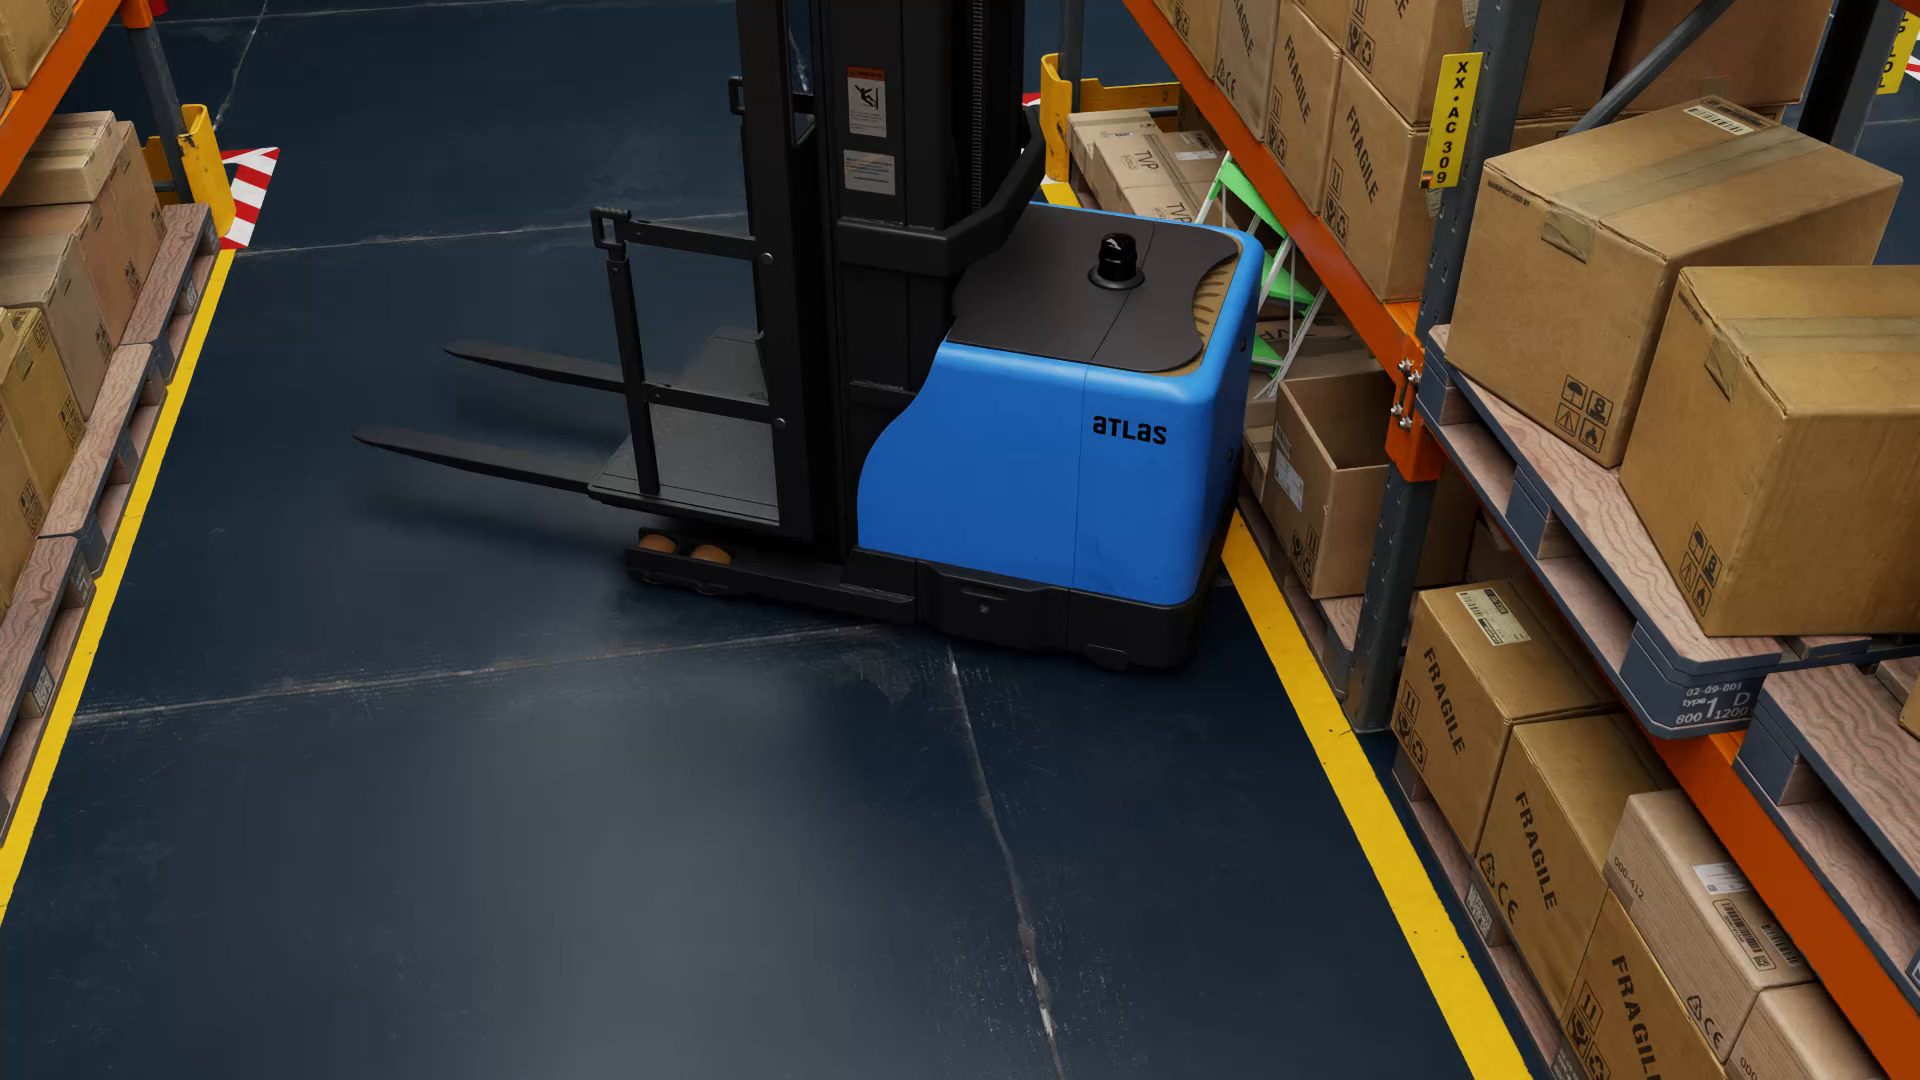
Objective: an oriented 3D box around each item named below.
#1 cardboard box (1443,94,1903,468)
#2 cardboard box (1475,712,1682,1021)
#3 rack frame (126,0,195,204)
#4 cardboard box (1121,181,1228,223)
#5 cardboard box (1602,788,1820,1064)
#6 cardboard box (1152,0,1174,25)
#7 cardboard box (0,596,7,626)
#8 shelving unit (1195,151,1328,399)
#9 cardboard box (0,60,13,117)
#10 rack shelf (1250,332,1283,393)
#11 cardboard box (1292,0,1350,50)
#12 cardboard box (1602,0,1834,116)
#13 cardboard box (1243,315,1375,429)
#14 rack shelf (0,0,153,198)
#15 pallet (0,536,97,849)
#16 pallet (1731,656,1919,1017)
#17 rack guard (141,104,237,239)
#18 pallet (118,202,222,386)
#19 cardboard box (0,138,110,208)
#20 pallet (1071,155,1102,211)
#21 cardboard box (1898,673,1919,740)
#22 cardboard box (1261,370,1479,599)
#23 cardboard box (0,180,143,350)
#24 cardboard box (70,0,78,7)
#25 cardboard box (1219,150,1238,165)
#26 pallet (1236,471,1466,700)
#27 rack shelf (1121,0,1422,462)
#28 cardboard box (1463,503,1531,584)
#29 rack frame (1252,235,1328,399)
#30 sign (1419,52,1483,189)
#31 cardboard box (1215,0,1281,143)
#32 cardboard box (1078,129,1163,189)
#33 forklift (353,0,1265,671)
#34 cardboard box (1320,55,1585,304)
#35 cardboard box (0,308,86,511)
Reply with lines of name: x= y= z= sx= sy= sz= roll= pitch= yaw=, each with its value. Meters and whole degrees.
cardboard box: x=1.532 y=-0.581 z=3.629 sx=0.700 sy=0.500 sz=0.500 roll=-19 pitch=42 yaw=-23
cardboard box: x=1.618 y=0.767 z=3.997 sx=0.500 sy=0.500 sz=0.500 roll=-6 pitch=38 yaw=-7
rack frame: x=-3.909 y=-2.567 z=6.609 sx=1.000 sy=3.000 sz=0.127 roll=-6 pitch=38 yaw=-8
cardboard box: x=0.959 y=-1.227 z=6.767 sx=0.500 sy=0.250 sz=0.500 roll=-6 pitch=38 yaw=-8
cardboard box: x=1.689 y=0.754 z=3.403 sx=0.500 sy=0.250 sz=0.500 roll=-6 pitch=38 yaw=-8
cardboard box: x=0.967 y=-2.231 z=6.095 sx=0.500 sy=0.500 sz=0.500 roll=-6 pitch=38 yaw=-8
cardboard box: x=-3.238 y=0.208 z=4.733 sx=0.700 sy=0.500 sz=0.500 roll=-6 pitch=38 yaw=-7
shelving unit: x=0.912 y=-0.736 z=5.691 sx=0.258 sy=1.200 sz=0.503 roll=7 pitch=32 yaw=-28
cardboard box: x=-3.546 y=-1.479 z=4.964 sx=0.980 sy=0.700 sz=0.700 roll=-8 pitch=39 yaw=-10
rack shelf: x=0.890 y=-0.684 z=5.722 sx=0.258 sy=0.148 sz=0.480 roll=7 pitch=32 yaw=-28
cardboard box: x=1.233 y=-1.707 z=4.606 sx=0.500 sy=0.500 sz=0.500 roll=-7 pitch=38 yaw=-9
cardboard box: x=1.863 y=-1.435 z=4.256 sx=0.500 sy=0.500 sz=0.500 roll=-5 pitch=38 yaw=-7
cardboard box: x=1.158 y=-0.565 z=5.865 sx=0.500 sy=0.311 sz=0.500 roll=-6 pitch=38 yaw=-8
rack shelf: x=-3.558 y=-1.075 z=5.275 sx=1.077 sy=0.370 sz=4.000 roll=-6 pitch=38 yaw=-8
pallet: x=-3.264 y=0.482 z=4.957 sx=1.003 sy=0.211 sz=1.213 roll=-6 pitch=38 yaw=-8
pallet: x=2.025 y=0.632 z=2.649 sx=1.003 sy=0.211 sz=1.213 roll=-6 pitch=38 yaw=-8
rack guard: x=-3.913 y=-1.594 z=7.395 sx=1.175 sy=0.500 sz=0.348 roll=-6 pitch=38 yaw=-8
pallet: x=-3.692 y=-0.991 z=6.854 sx=1.003 sy=0.211 sz=1.213 roll=-6 pitch=38 yaw=-8
cardboard box: x=-3.440 y=-1.378 z=6.245 sx=0.380 sy=0.149 sz=0.250 roll=-5 pitch=38 yaw=-7
pallet: x=1.122 y=-1.473 z=7.475 sx=1.003 sy=0.211 sz=1.213 roll=-6 pitch=38 yaw=-8
cardboard box: x=2.039 y=0.169 z=2.664 sx=0.700 sy=0.500 sz=0.500 roll=-16 pitch=41 yaw=-19
cardboard box: x=1.290 y=-0.186 z=5.224 sx=0.500 sy=0.500 sz=0.500 roll=-6 pitch=38 yaw=-8
cardboard box: x=-3.600 y=-1.032 z=6.328 sx=0.700 sy=0.500 sz=0.500 roll=-6 pitch=38 yaw=-8
cardboard box: x=-3.810 y=-2.379 z=6.122 sx=0.980 sy=0.700 sz=0.700 roll=-5 pitch=38 yaw=-6
cardboard box: x=1.288 y=-1.601 z=7.316 sx=0.380 sy=0.166 sz=0.250 roll=-6 pitch=38 yaw=-8
pallet: x=1.549 y=0.000 z=5.578 sx=1.003 sy=0.211 sz=1.213 roll=-6 pitch=38 yaw=-8
rack shelf: x=1.318 y=-1.610 z=5.964 sx=1.077 sy=0.370 sz=4.000 roll=-6 pitch=38 yaw=-8
cardboard box: x=1.808 y=-0.075 z=5.234 sx=0.500 sy=0.311 sz=0.500 roll=-6 pitch=38 yaw=-8
rack frame: x=0.994 y=-0.596 z=5.509 sx=0.240 sy=1.200 sz=0.015 roll=7 pitch=32 yaw=-28
sign: x=1.136 y=-0.965 z=3.841 sx=0.100 sy=0.325 sz=0.005 roll=-6 pitch=38 yaw=-8
cardboard box: x=1.144 y=-1.621 z=5.310 sx=0.500 sy=0.500 sz=0.500 roll=-5 pitch=38 yaw=-7
cardboard box: x=0.746 y=-1.716 z=7.465 sx=0.380 sy=0.166 sz=0.250 roll=-6 pitch=38 yaw=-8
forklift: x=-0.600 y=-1.271 z=4.997 sx=3.031 sy=2.935 sz=1.130 roll=11 pitch=39 yaw=13
cardboard box: x=1.328 y=-1.000 z=4.511 sx=0.500 sy=0.500 sz=0.500 roll=-6 pitch=38 yaw=-7
cardboard box: x=-3.410 y=-0.407 z=5.523 sx=0.700 sy=0.500 sz=0.500 roll=-5 pitch=38 yaw=-7
